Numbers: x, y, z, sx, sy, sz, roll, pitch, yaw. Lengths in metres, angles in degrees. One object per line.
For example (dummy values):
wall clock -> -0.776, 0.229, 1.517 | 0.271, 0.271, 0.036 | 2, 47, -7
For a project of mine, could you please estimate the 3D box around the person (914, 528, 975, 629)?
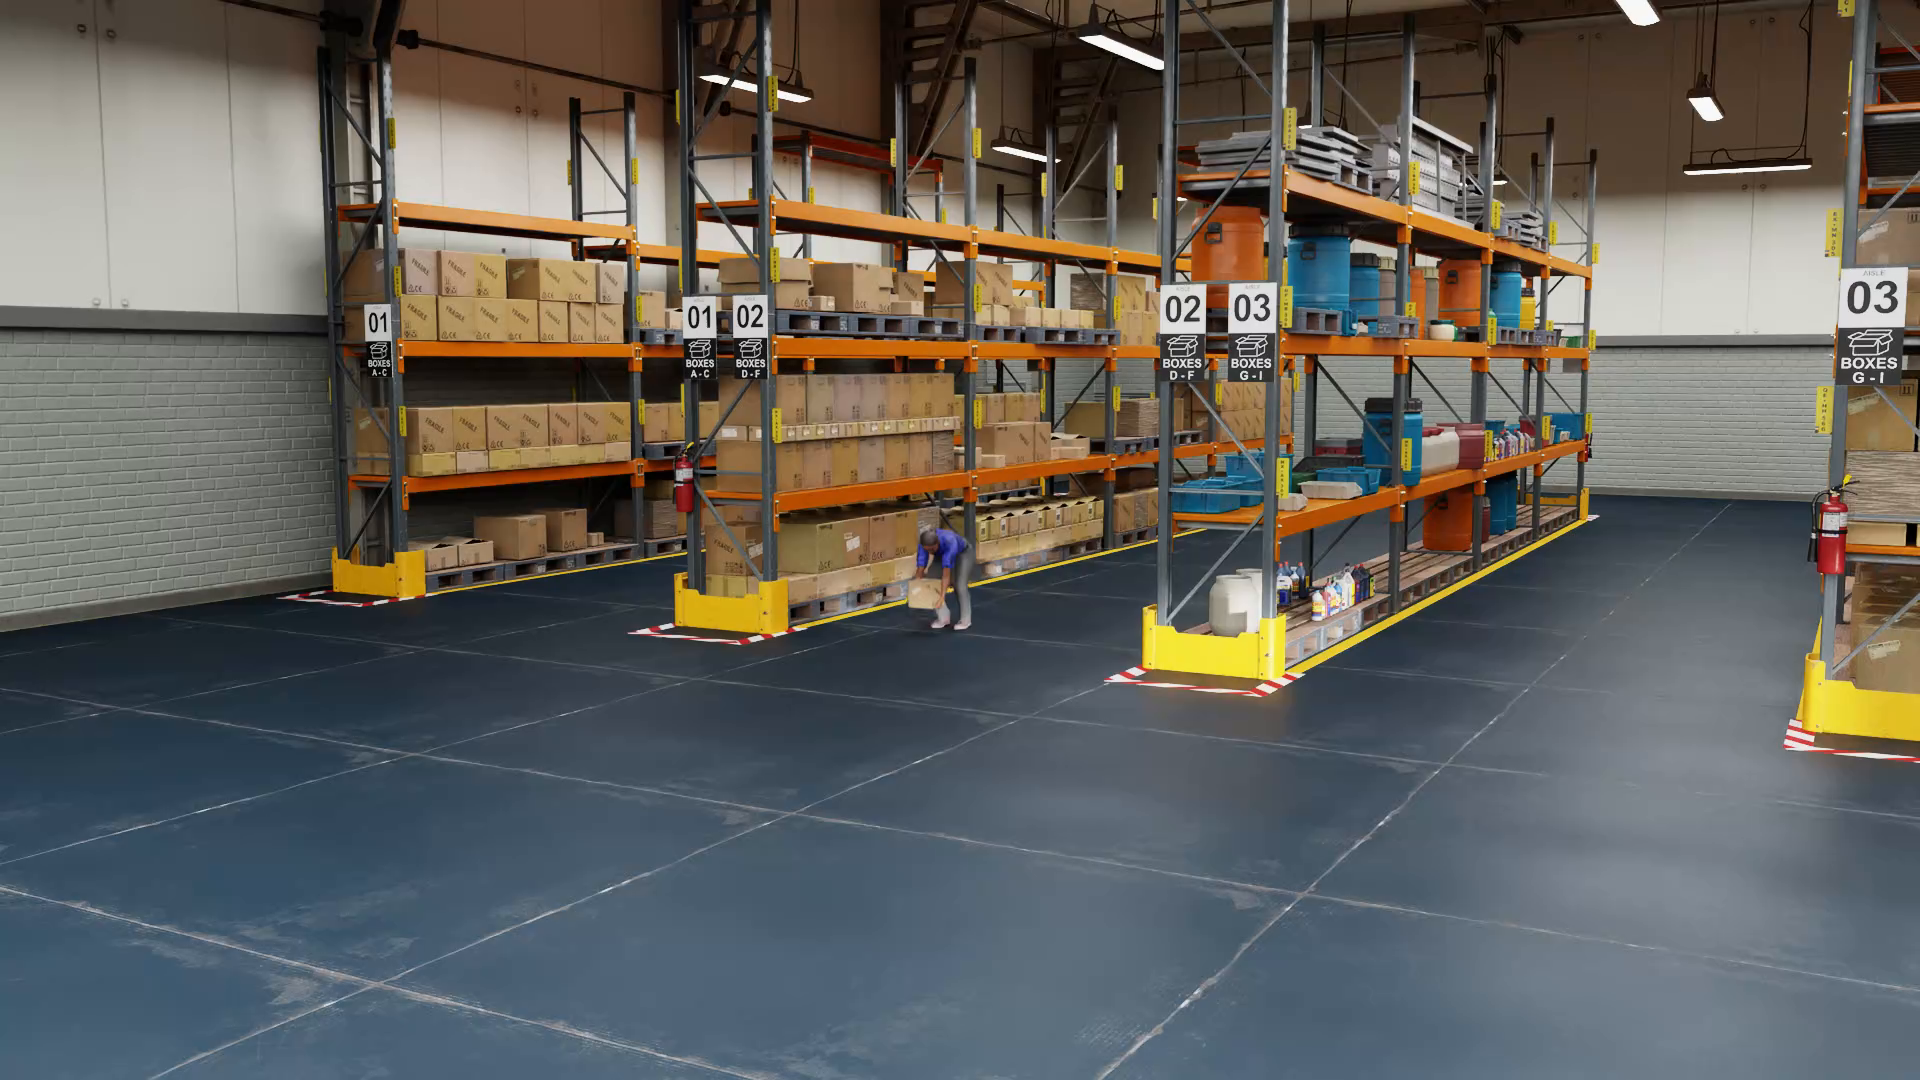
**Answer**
person -> -0.159, 0.367, 16.017 | 0.461, 1.012, 0.861 | 3, 7, 26
